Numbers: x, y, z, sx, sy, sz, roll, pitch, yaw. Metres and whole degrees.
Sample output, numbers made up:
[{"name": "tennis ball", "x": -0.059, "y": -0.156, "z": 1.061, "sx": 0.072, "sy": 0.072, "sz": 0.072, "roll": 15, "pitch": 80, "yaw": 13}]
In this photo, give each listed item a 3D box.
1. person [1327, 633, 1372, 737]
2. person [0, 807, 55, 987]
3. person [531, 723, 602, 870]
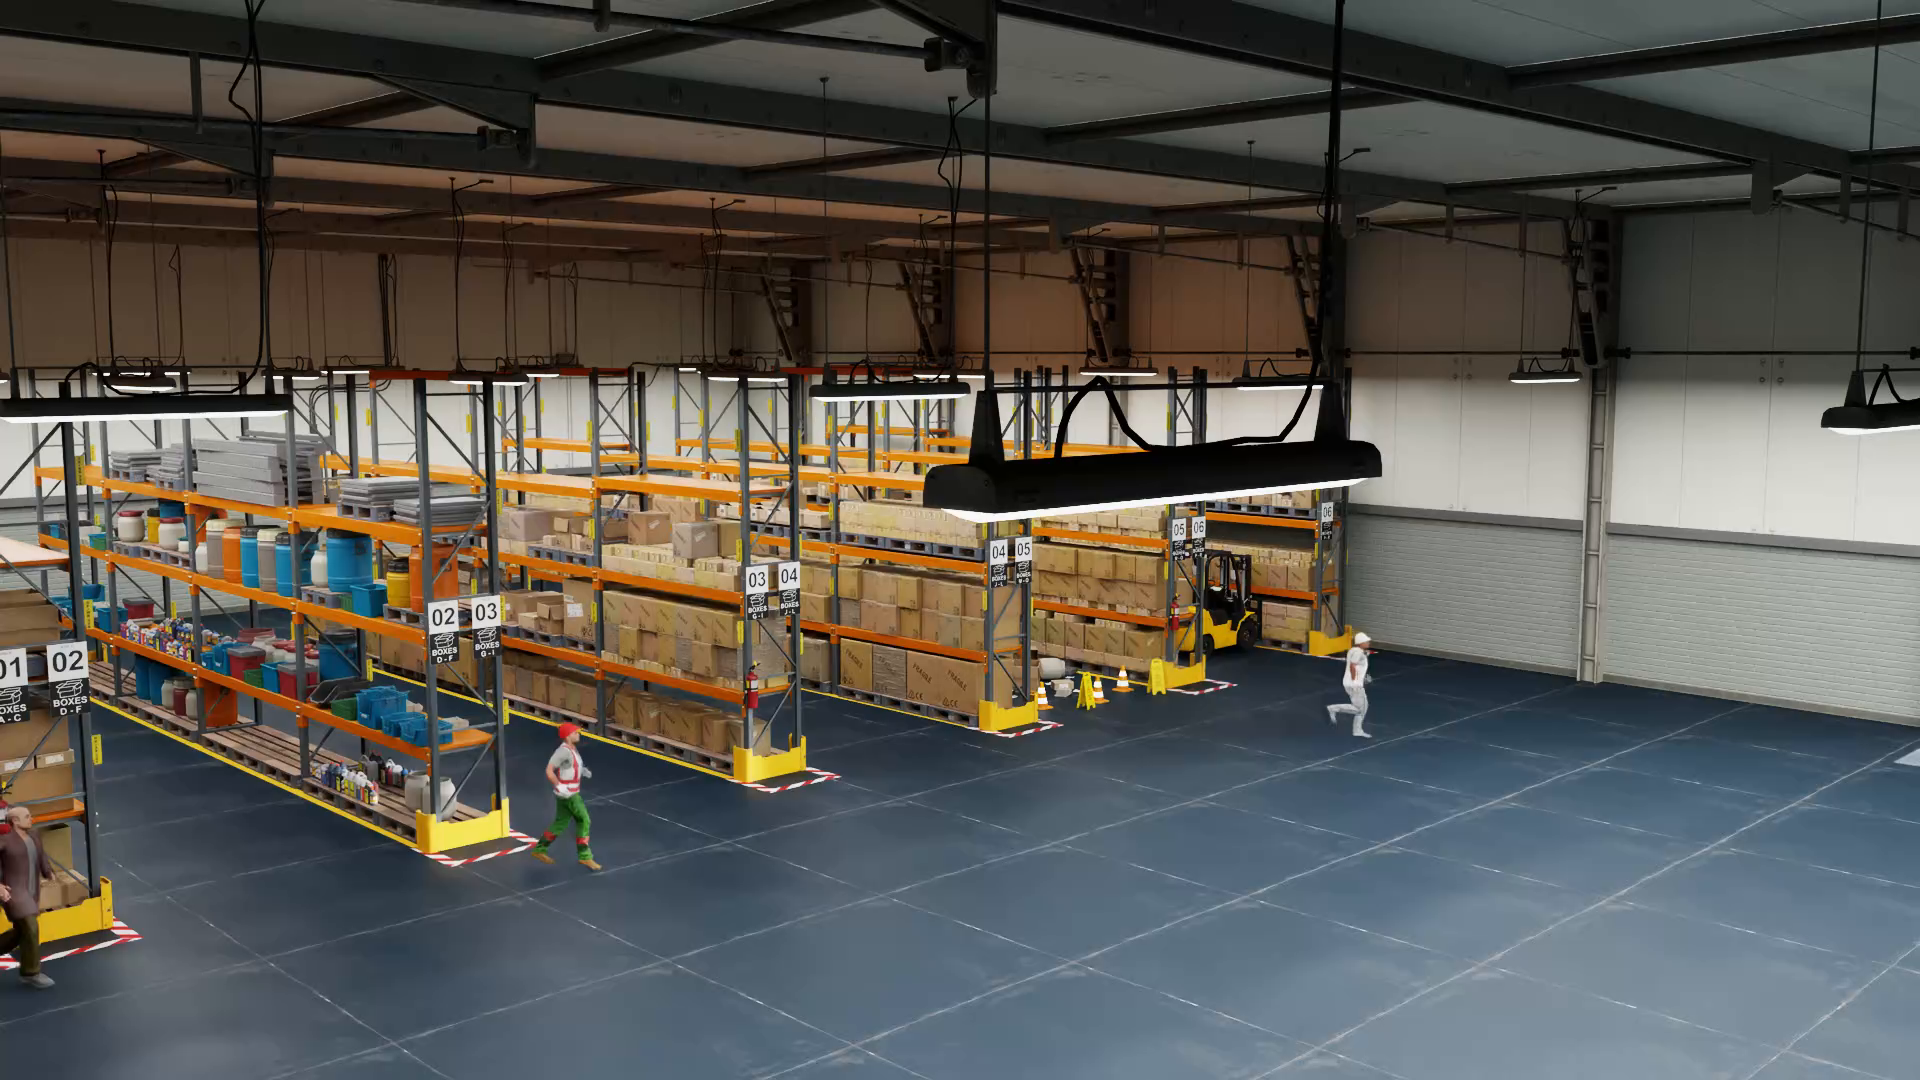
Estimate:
[{"name": "person", "x": 6.442, "y": 2.396, "z": 27.460, "sx": 0.730, "sy": 1.742, "sz": 0.713, "roll": 1, "pitch": 7, "yaw": 8}, {"name": "person", "x": -9.513, "y": 3.581, "z": 16.795, "sx": 0.885, "sy": 1.772, "sz": 0.733, "roll": 1, "pitch": 6, "yaw": 5}, {"name": "person", "x": -4.858, "y": 3.139, "z": 20.428, "sx": 0.845, "sy": 1.823, "sz": 0.669, "roll": -2, "pitch": 7, "yaw": -14}]
